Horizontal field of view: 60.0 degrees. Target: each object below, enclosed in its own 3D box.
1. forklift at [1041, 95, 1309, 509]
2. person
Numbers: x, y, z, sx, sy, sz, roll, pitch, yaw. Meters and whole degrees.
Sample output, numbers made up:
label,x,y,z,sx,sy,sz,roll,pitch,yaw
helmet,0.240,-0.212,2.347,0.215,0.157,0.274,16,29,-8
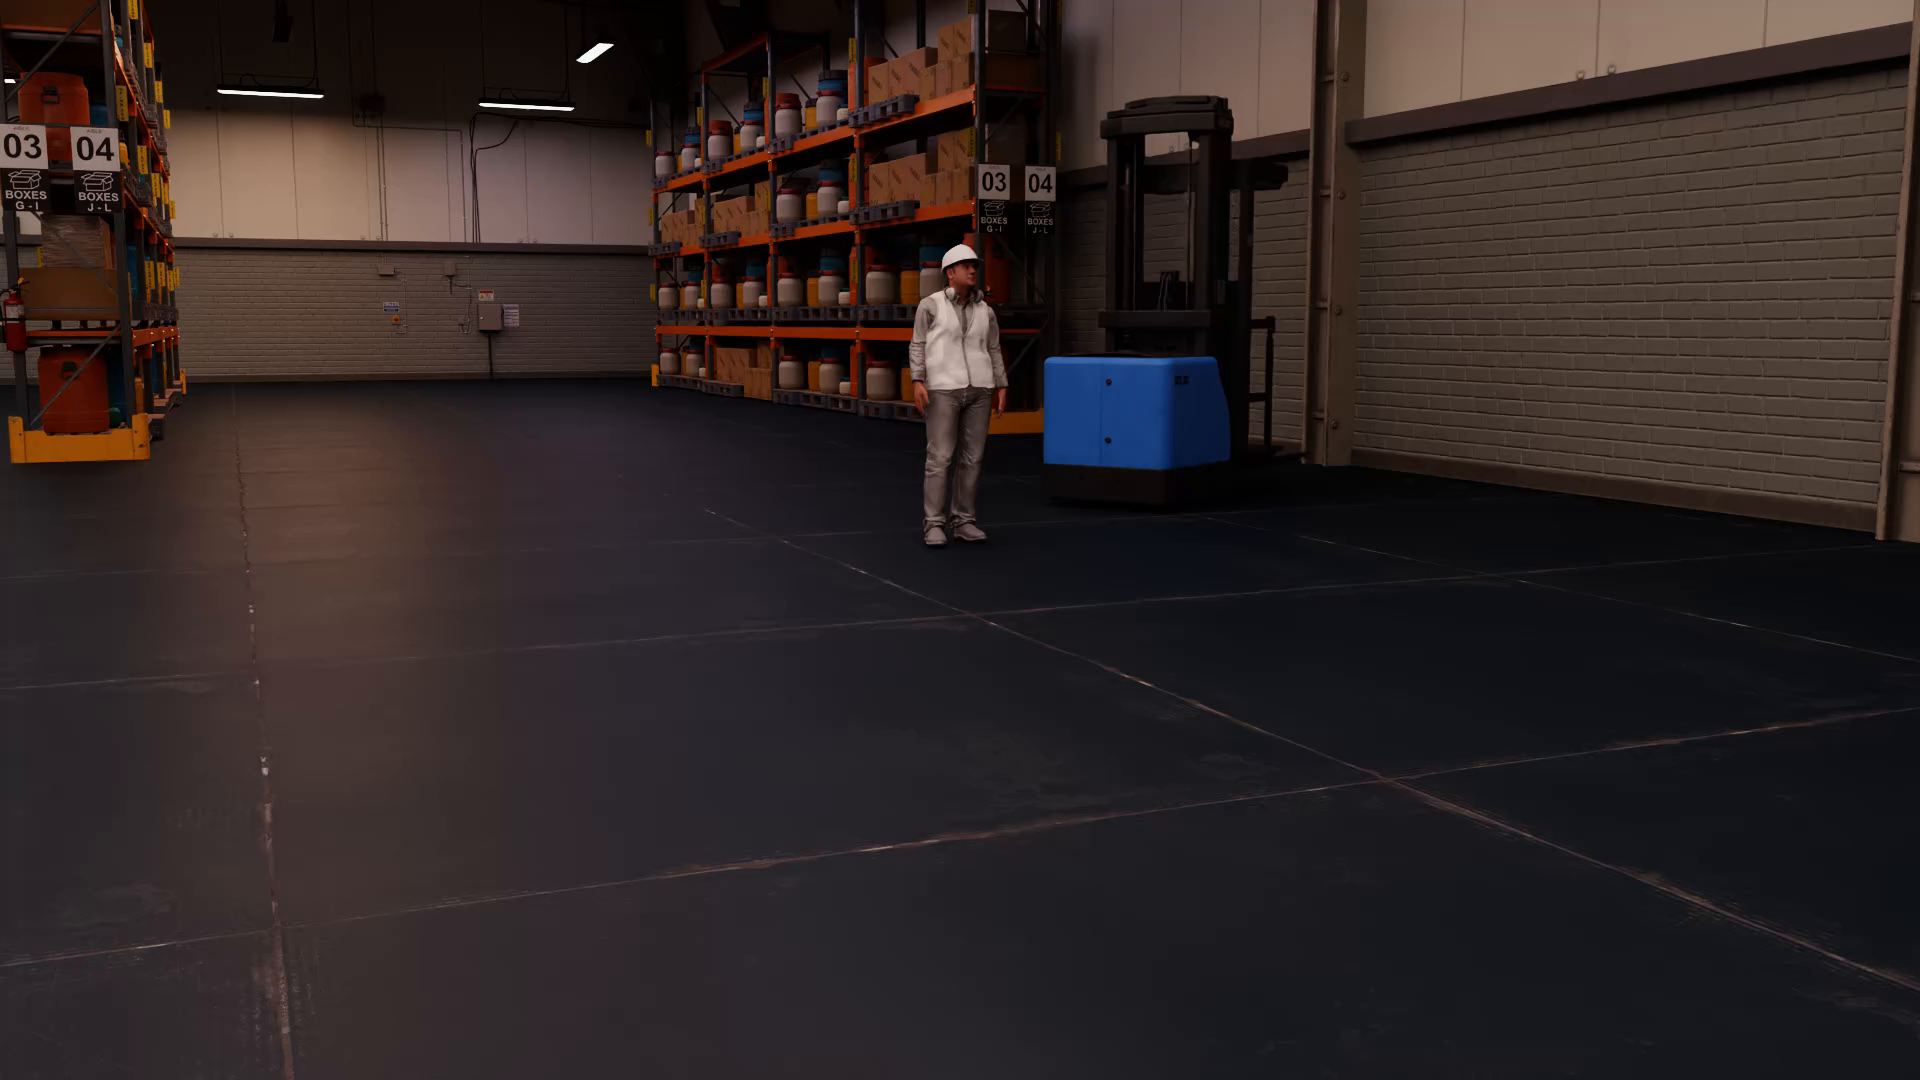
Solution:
label,x,y,z,sx,sy,sz,roll,pitch,yaw
forklift,1.820,-1.823,12.768,1.130,2.935,3.031,5,9,33
person,0.019,-0.879,9.977,0.634,1.775,0.566,-3,8,-23
